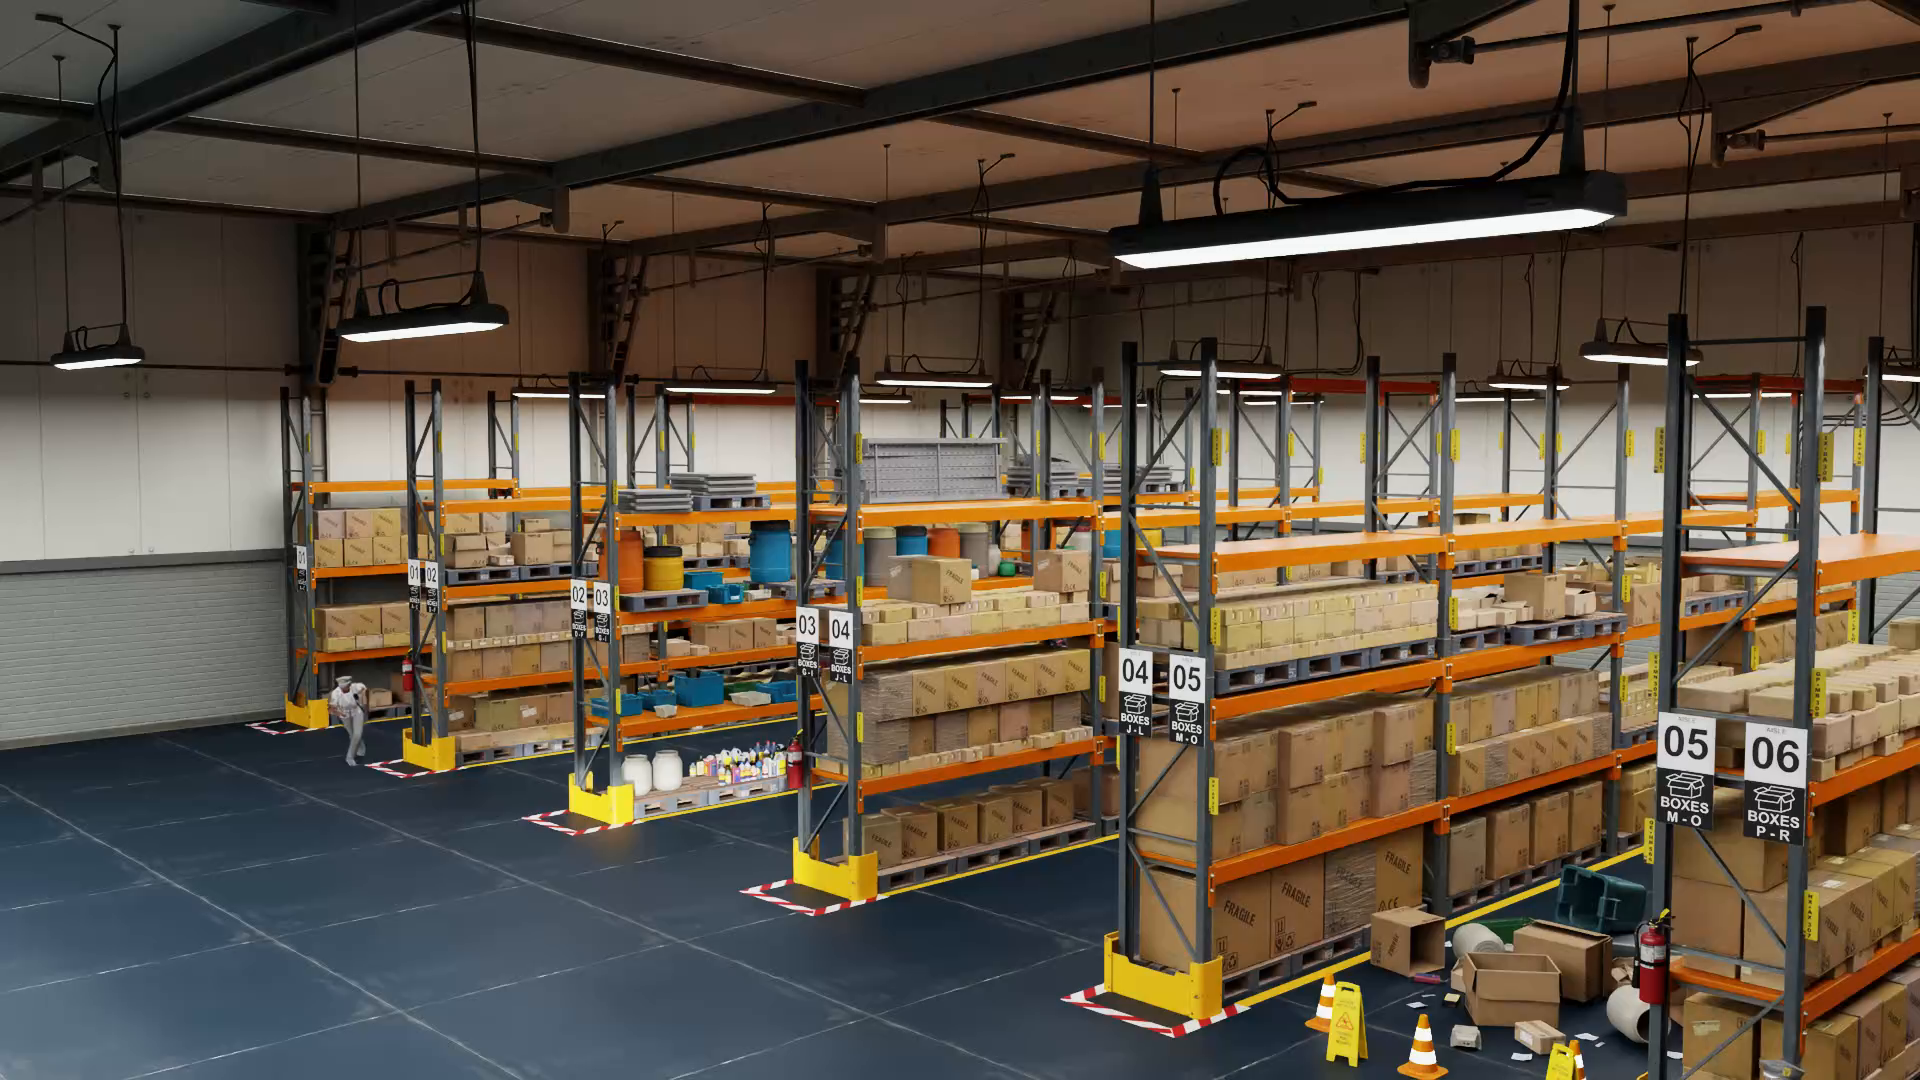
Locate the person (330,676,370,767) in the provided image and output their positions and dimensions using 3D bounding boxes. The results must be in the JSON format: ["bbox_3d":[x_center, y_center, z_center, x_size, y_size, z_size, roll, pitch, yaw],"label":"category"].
[{"bbox_3d":[-9.570,2.800,26.122,0.570,1.439,1.119,-1,4,-14],"label":"person"}]

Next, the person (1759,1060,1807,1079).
[{"bbox_3d":[4.709,3.735,9.663,0.679,1.618,0.679,3,5,40],"label":"person"}]
